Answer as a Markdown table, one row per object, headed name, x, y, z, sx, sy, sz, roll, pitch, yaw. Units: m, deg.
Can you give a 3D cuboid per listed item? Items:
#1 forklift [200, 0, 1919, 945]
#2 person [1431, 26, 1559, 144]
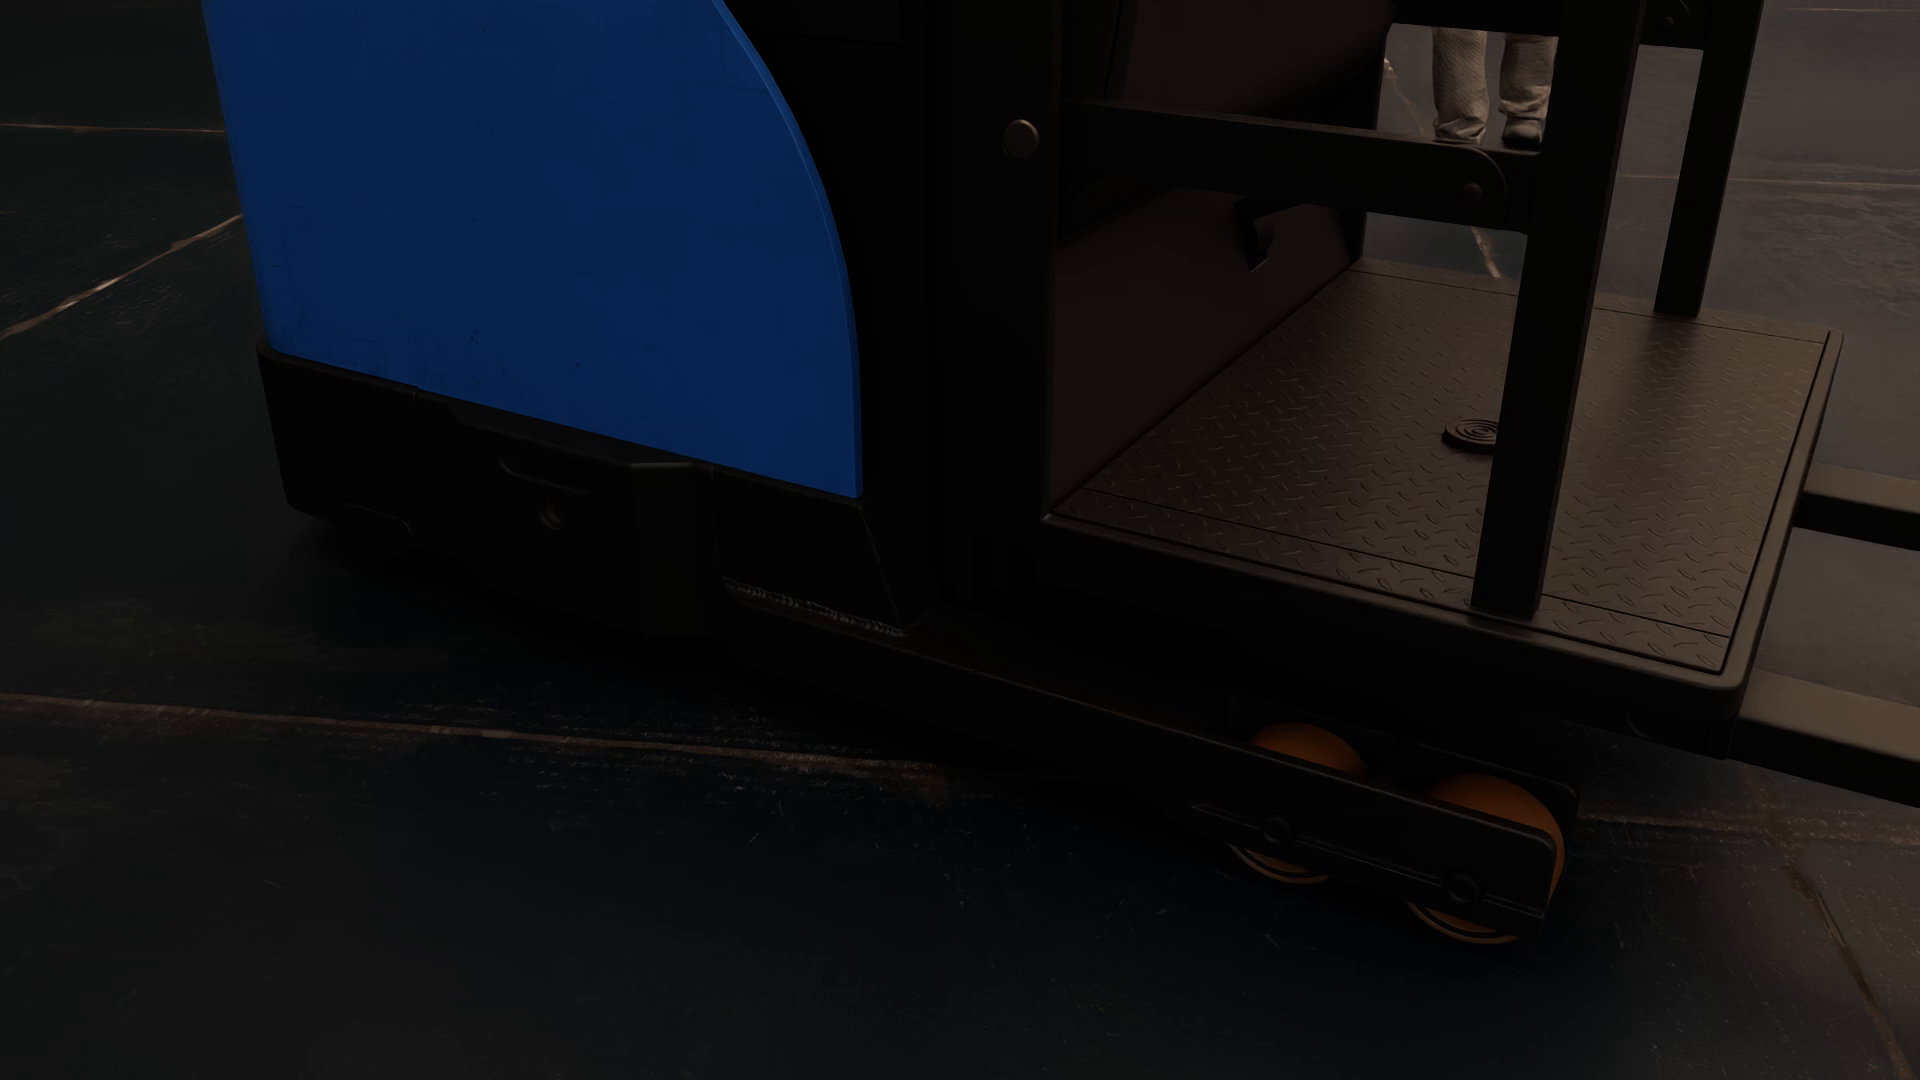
| name | x | y | z | sx | sy | sz | roll | pitch | yaw |
| --- | --- | --- | --- | --- | --- | --- | --- | --- | --- |
| forklift | 0.529 | -1.176 | 1.574 | 3.031 | 2.935 | 1.130 | 14 | 30 | 26 |
| person | 1.463 | -1.857 | 4.326 | 0.955 | 1.799 | 0.580 | 3 | 27 | 7 |
